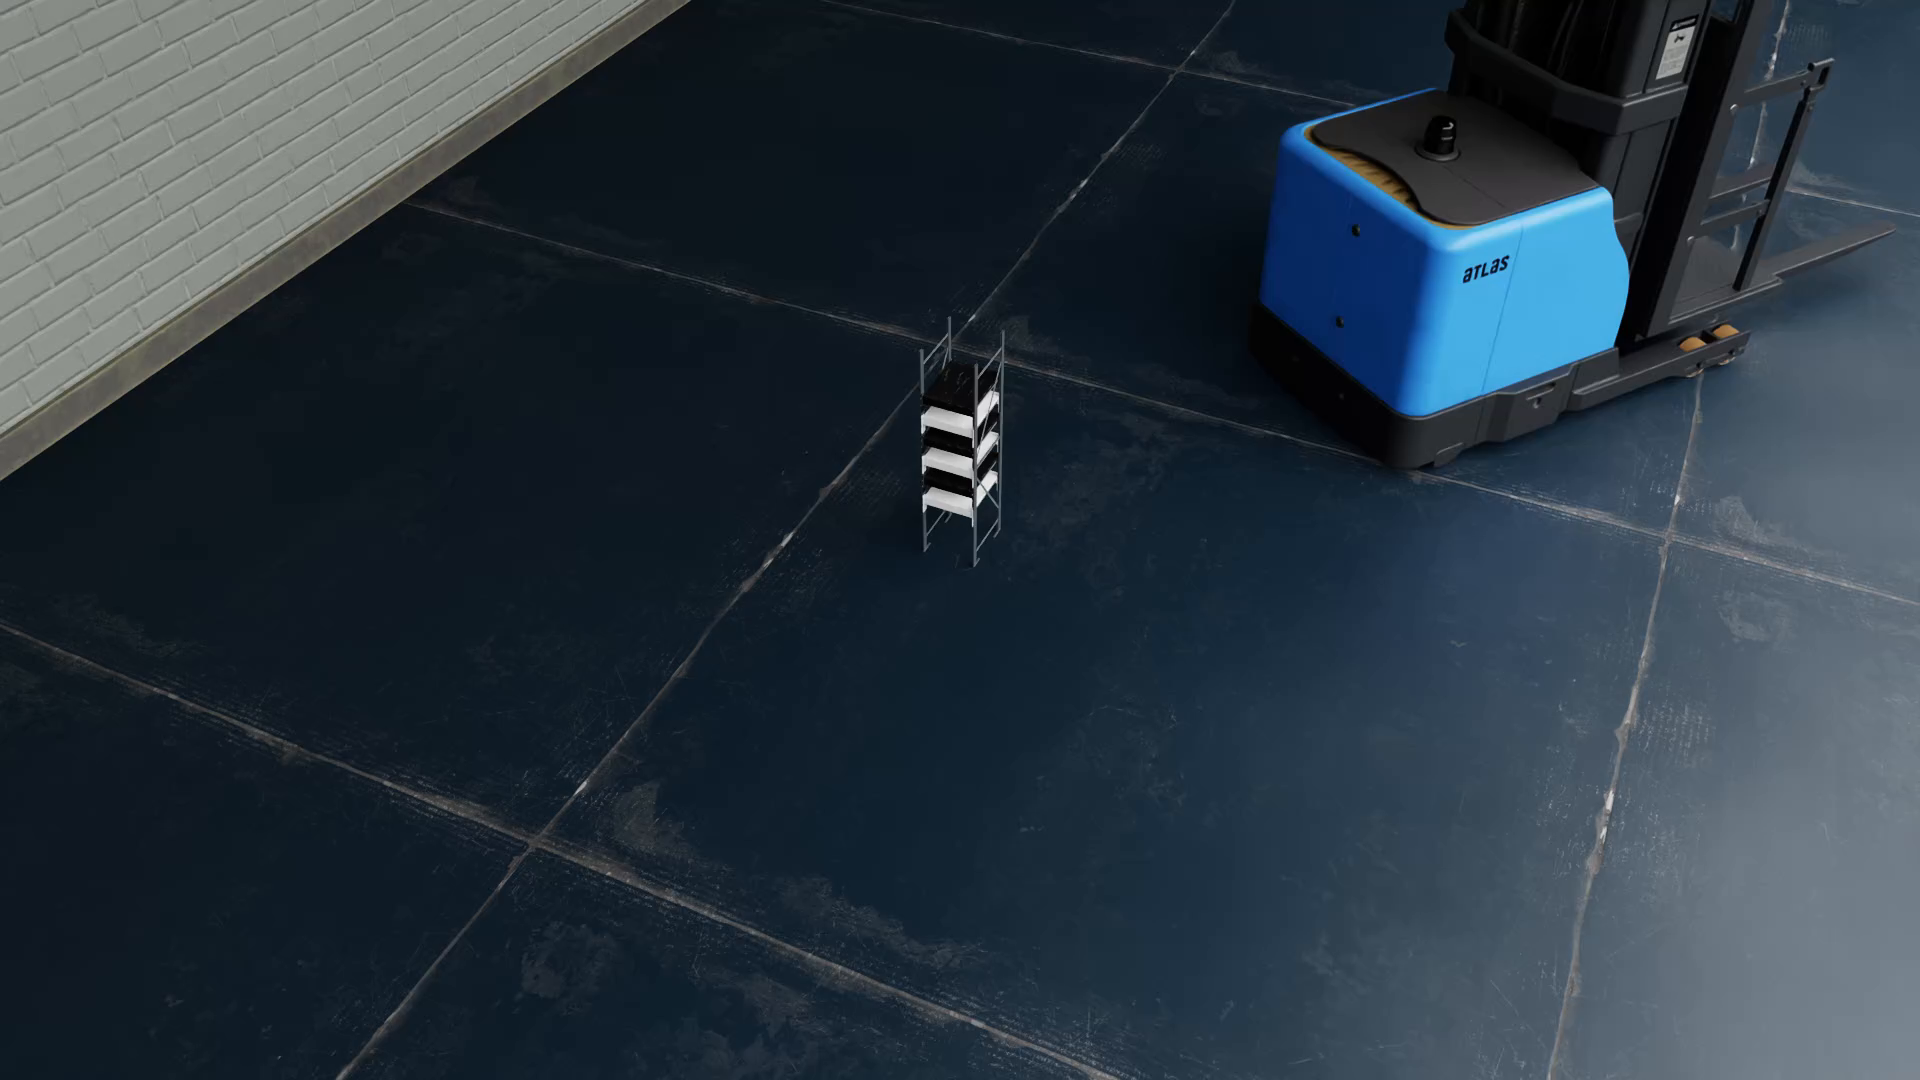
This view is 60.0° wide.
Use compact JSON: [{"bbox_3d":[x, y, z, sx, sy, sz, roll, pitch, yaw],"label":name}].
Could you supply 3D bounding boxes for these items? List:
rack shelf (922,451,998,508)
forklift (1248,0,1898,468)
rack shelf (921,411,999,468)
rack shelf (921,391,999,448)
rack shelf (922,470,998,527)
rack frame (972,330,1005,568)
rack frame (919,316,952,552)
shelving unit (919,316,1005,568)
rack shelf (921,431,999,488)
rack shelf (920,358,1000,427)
[{"bbox_3d":[0.007,-0.245,6.033,0.200,0.077,0.258,17,44,19],"label":"rack shelf"},{"bbox_3d":[2.774,-2.082,6.414,3.031,2.935,1.130,-20,45,-21],"label":"forklift"},{"bbox_3d":[0.007,-0.381,5.916,0.200,0.077,0.258,17,44,19],"label":"rack shelf"},{"bbox_3d":[0.007,-0.449,5.857,0.200,0.077,0.258,17,44,19],"label":"rack shelf"},{"bbox_3d":[0.007,-0.177,6.092,0.200,0.077,0.258,17,44,19],"label":"rack shelf"},{"bbox_3d":[0.099,-0.310,5.920,0.006,0.900,0.240,17,44,19],"label":"rack frame"},{"bbox_3d":[-0.085,-0.366,5.985,0.006,0.900,0.240,17,44,19],"label":"rack frame"},{"bbox_3d":[0.007,-0.338,5.953,0.210,0.900,0.258,17,44,19],"label":"shelving unit"},{"bbox_3d":[0.007,-0.313,5.974,0.200,0.077,0.258,17,44,19],"label":"rack shelf"},{"bbox_3d":[0.007,-0.517,5.798,0.200,0.077,0.258,17,44,19],"label":"rack shelf"}]
